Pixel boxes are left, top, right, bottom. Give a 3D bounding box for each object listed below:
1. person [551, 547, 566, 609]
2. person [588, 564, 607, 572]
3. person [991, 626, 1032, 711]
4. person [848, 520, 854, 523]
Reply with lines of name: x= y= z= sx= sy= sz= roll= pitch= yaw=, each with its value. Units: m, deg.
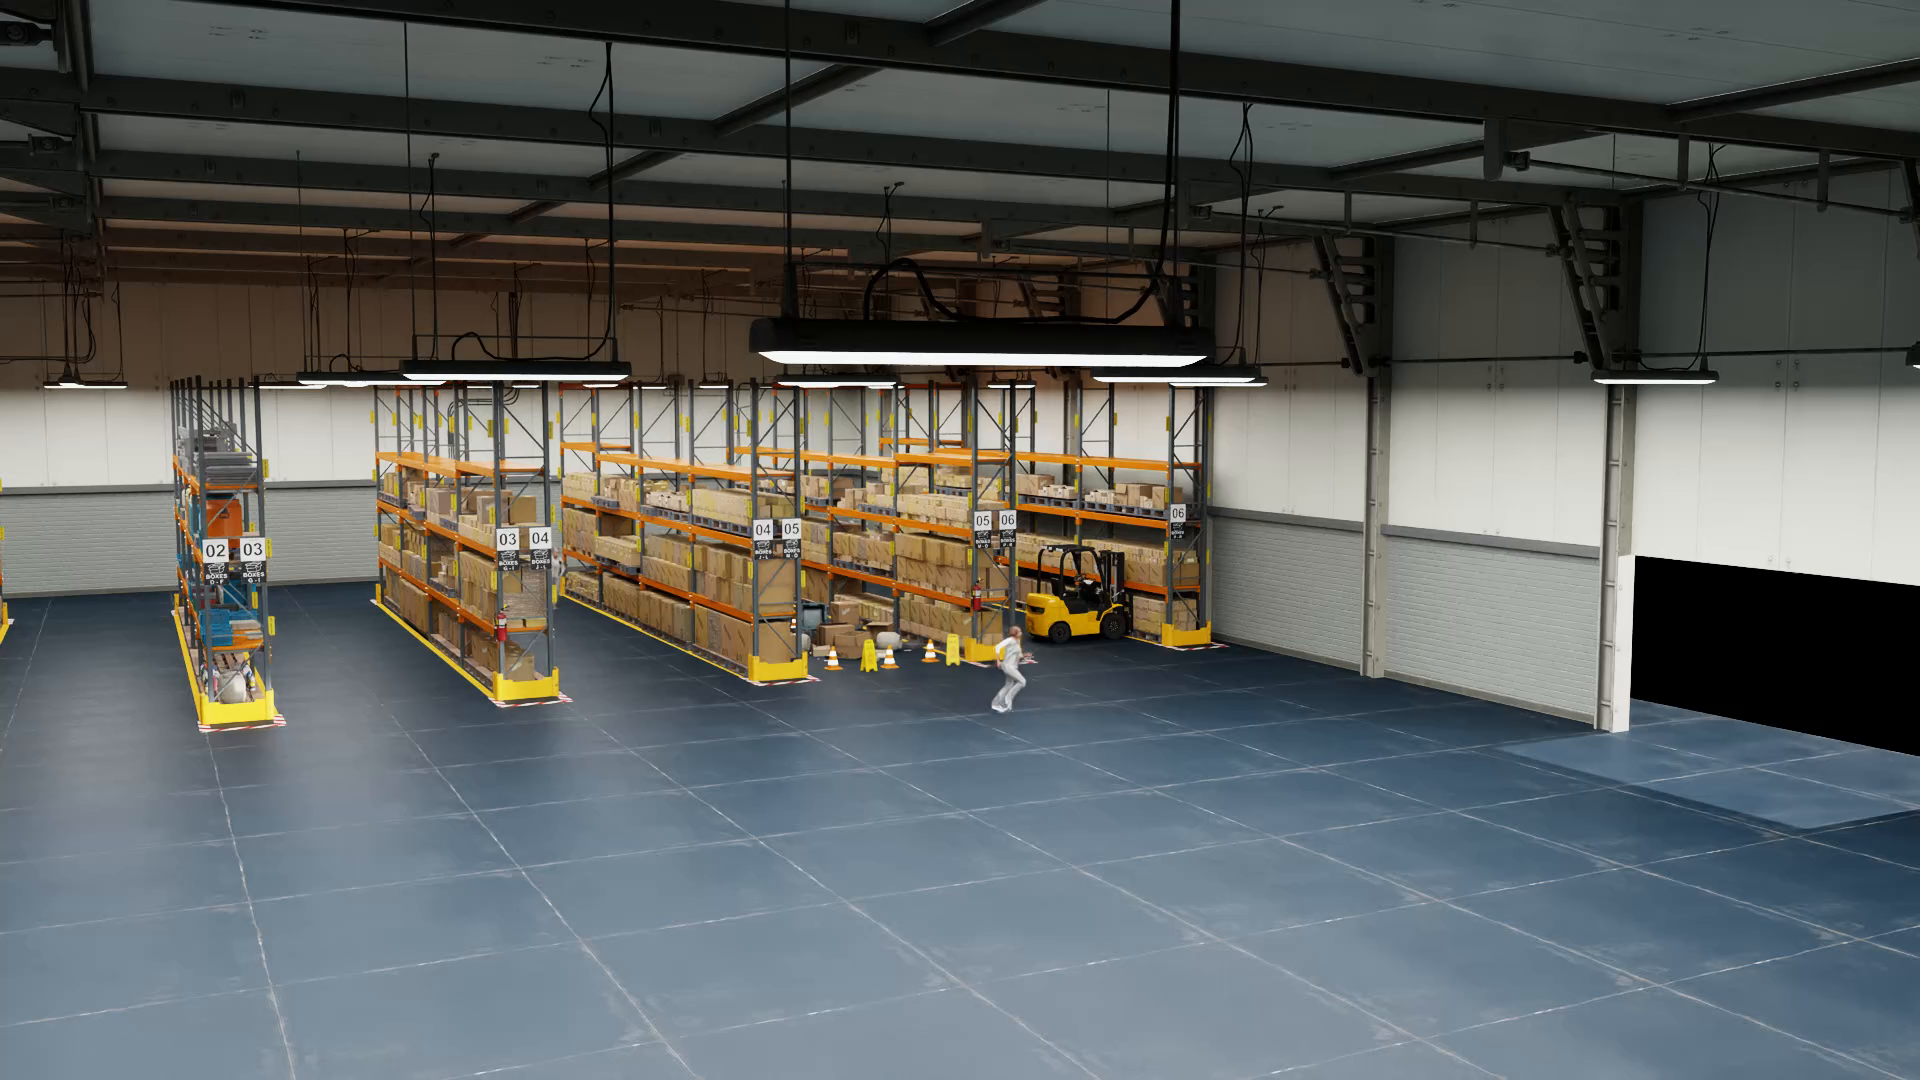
person: x=-10.788 y=1.006 z=44.131 sx=0.645 sy=1.653 sz=0.637 roll=-3 pitch=6 yaw=-27
person: x=-10.590 y=0.610 z=48.722 sx=0.868 sy=1.579 sz=0.527 roll=-3 pitch=6 yaw=-28
person: x=0.917 y=2.296 z=29.614 sx=0.724 sy=1.550 sz=0.565 roll=2 pitch=5 yaw=20
person: x=-3.131 y=0.299 z=48.296 sx=0.738 sy=1.732 sz=0.702 roll=-3 pitch=6 yaw=-33
